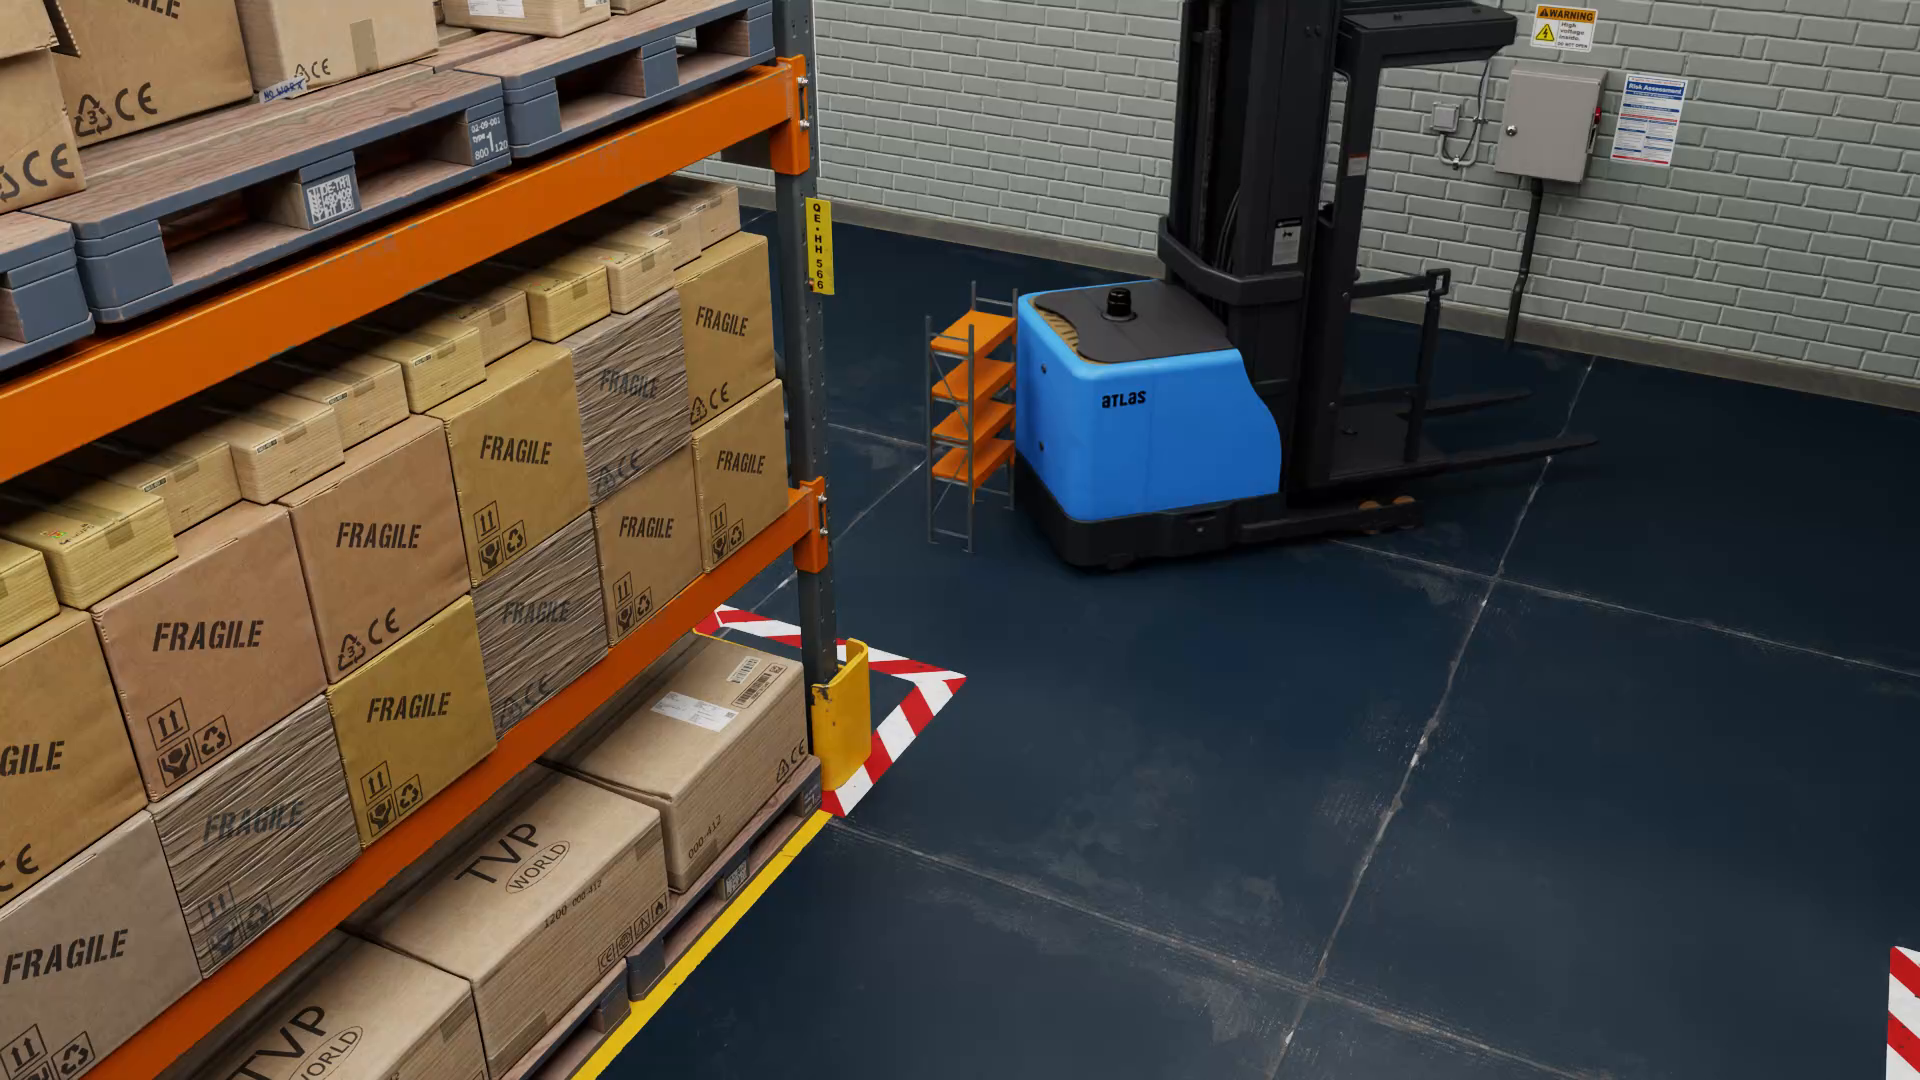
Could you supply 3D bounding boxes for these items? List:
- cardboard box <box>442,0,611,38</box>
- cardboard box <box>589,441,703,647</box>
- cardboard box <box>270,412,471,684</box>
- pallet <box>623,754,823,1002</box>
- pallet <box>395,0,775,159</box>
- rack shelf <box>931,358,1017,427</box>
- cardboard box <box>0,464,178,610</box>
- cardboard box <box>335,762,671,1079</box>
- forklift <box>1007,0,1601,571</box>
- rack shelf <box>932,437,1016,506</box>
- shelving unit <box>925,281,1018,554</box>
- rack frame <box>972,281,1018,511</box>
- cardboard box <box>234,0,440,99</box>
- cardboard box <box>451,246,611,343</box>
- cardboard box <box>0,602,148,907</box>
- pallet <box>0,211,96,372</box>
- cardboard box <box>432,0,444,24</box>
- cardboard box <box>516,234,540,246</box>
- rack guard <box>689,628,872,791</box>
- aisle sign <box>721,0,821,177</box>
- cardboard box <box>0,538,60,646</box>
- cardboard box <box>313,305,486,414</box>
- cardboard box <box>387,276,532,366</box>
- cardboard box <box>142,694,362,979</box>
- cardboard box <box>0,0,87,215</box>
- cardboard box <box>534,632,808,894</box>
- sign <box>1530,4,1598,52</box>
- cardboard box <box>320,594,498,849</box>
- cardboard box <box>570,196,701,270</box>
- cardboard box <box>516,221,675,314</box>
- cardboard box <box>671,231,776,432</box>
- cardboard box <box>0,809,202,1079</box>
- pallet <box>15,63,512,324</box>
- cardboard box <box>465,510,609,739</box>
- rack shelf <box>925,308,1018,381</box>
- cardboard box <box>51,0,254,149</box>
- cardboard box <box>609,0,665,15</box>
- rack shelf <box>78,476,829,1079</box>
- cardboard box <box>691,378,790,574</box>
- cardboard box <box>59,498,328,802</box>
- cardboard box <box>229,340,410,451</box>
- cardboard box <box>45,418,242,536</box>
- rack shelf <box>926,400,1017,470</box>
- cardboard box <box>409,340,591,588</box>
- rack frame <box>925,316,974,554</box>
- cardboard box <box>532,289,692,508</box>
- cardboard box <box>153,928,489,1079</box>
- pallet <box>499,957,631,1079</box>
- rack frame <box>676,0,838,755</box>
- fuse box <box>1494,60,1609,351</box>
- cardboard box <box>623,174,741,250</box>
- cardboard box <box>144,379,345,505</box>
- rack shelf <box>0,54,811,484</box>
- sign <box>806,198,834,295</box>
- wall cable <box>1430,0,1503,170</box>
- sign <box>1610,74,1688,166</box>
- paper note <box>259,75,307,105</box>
[{"bbox_3d":[-1.191,-1.494,4.557,0.380,0.149,0.250,12,32,19],"label":"cardboard box"},{"bbox_3d":[-1.172,-0.051,5.226,0.500,0.500,0.500,14,33,22],"label":"cardboard box"},{"bbox_3d":[-1.625,-0.030,4.186,0.500,0.500,0.500,14,33,23],"label":"cardboard box"},{"bbox_3d":[-1.241,1.081,6.155,1.003,0.211,1.213,14,33,23],"label":"pallet"},{"bbox_3d":[-1.275,-1.431,4.807,1.003,0.211,1.213,14,33,23],"label":"pallet"},{"bbox_3d":[0.059,-0.725,7.994,0.258,0.148,0.480,14,33,22],"label":"rack shelf"},{"bbox_3d":[-1.897,-0.014,3.506,0.380,0.149,0.250,13,32,22],"label":"cardboard box"},{"bbox_3d":[-1.567,1.152,5.384,0.875,0.438,0.875,15,33,25],"label":"cardboard box"},{"bbox_3d":[1.819,-1.539,7.987,3.031,2.935,1.130,-9,31,-15],"label":"forklift"},{"bbox_3d":[0.059,-0.359,8.205,0.258,0.148,0.480,14,33,22],"label":"rack shelf"},{"bbox_3d":[0.059,-0.590,8.072,0.258,1.200,0.503,14,33,22],"label":"shelving unit"},{"bbox_3d":[0.167,-0.699,8.262,0.240,1.200,0.015,14,33,22],"label":"rack frame"},{"bbox_3d":[-1.672,-1.336,4.119,0.500,0.311,0.500,15,33,24],"label":"cardboard box"},{"bbox_3d":[-1.219,-0.700,4.701,0.380,0.149,0.250,15,33,24],"label":"cardboard box"},{"bbox_3d":[-2.100,0.417,3.407,0.500,0.500,0.500,14,33,23],"label":"cardboard box"},{"bbox_3d":[-2.386,-0.350,2.924,1.003,0.211,1.213,14,33,23],"label":"pallet"},{"bbox_3d":[-1.646,-1.487,4.546,0.380,0.149,0.250,16,33,25],"label":"cardboard box"},{"bbox_3d":[-1.410,-1.032,5.278,0.380,0.149,0.250,15,33,24],"label":"cardboard box"},{"bbox_3d":[-0.935,0.573,6.750,1.175,0.500,0.348,14,33,23],"label":"rack guard"},{"bbox_3d":[-0.637,-1.589,5.395,0.394,0.787,0.004,14,33,23],"label":"aisle sign"},{"bbox_3d":[-2.044,0.097,3.313,0.380,0.149,0.250,14,33,23],"label":"cardboard box"},{"bbox_3d":[-1.464,-0.476,4.311,0.380,0.149,0.250,15,33,24],"label":"cardboard box"},{"bbox_3d":[-1.402,-0.600,4.527,0.380,0.149,0.250,14,33,23],"label":"cardboard box"},{"bbox_3d":[-1.856,0.640,4.023,0.500,0.500,0.500,15,33,24],"label":"cardboard box"},{"bbox_3d":[-2.182,-0.903,3.173,0.797,0.503,0.637,17,34,27],"label":"cardboard box"},{"bbox_3d":[-1.158,0.744,6.093,0.875,0.438,0.875,13,32,22],"label":"cardboard box"},{"bbox_3d":[3.451,-2.927,9.505,0.339,0.242,0.001,14,33,23],"label":"sign"},{"bbox_3d":[-1.621,0.411,4.421,0.500,0.500,0.500,15,33,25],"label":"cardboard box"},{"bbox_3d":[-1.025,-0.936,5.112,0.380,0.149,0.250,15,33,24],"label":"cardboard box"},{"bbox_3d":[-1.068,-0.802,4.879,0.380,0.149,0.250,14,33,23],"label":"cardboard box"},{"bbox_3d":[-0.954,-0.709,5.369,0.500,0.500,0.500,15,33,25],"label":"cardboard box"},{"bbox_3d":[-2.088,0.859,3.642,0.500,0.500,0.500,15,33,24],"label":"cardboard box"},{"bbox_3d":[-1.829,-0.888,3.862,1.003,0.211,1.213,14,33,23],"label":"pallet"},{"bbox_3d":[-1.398,0.180,4.825,0.500,0.500,0.500,15,33,25],"label":"cardboard box"},{"bbox_3d":[0.059,-0.931,7.877,0.258,0.148,0.480,14,33,22],"label":"rack shelf"},{"bbox_3d":[-1.998,-1.210,3.711,0.500,0.500,0.500,15,33,24],"label":"cardboard box"},{"bbox_3d":[-1.071,-1.742,4.887,0.500,0.250,0.500,11,32,19],"label":"cardboard box"},{"bbox_3d":[-1.857,0.698,4.744,1.077,0.370,4.000,14,33,23],"label":"rack shelf"},{"bbox_3d":[-0.930,-0.270,5.607,0.500,0.500,0.500,14,33,24],"label":"cardboard box"},{"bbox_3d":[-1.856,0.193,3.798,0.500,0.500,0.500,15,33,24],"label":"cardboard box"},{"bbox_3d":[-1.600,-0.364,4.115,0.380,0.149,0.250,15,33,25],"label":"cardboard box"},{"bbox_3d":[-1.856,-0.144,3.733,0.380,0.149,0.250,14,33,23],"label":"cardboard box"},{"bbox_3d":[0.059,-0.531,8.106,0.258,0.148,0.480,14,33,22],"label":"rack shelf"},{"bbox_3d":[-1.394,-0.253,4.573,0.500,0.500,0.500,14,33,23],"label":"cardboard box"},{"bbox_3d":[-0.048,-0.481,7.882,0.240,1.200,0.015,14,33,22],"label":"rack frame"},{"bbox_3d":[-1.166,-0.471,4.954,0.500,0.500,0.500,14,33,23],"label":"cardboard box"},{"bbox_3d":[-1.979,1.551,4.688,0.875,0.438,0.875,13,32,22],"label":"cardboard box"},{"bbox_3d":[-1.797,1.620,5.217,1.003,0.211,1.213,14,33,23],"label":"pallet"},{"bbox_3d":[-0.946,-0.500,6.109,1.000,3.000,0.127,14,33,23],"label":"rack frame"},{"bbox_3d":[3.406,-1.905,9.850,0.539,1.711,0.414,14,33,23],"label":"fuse box"},{"bbox_3d":[-0.931,-1.054,5.317,0.380,0.149,0.250,15,33,24],"label":"cardboard box"},{"bbox_3d":[-1.683,-0.237,3.895,0.380,0.149,0.250,14,33,23],"label":"cardboard box"},{"bbox_3d":[-1.857,-0.602,3.997,1.077,0.370,4.000,14,33,23],"label":"rack shelf"},{"bbox_3d":[-0.469,-0.976,5.537,0.100,0.325,0.005,14,33,23],"label":"sign"},{"bbox_3d":[2.870,-3.129,9.667,0.588,1.984,0.122,14,33,23],"label":"wall cable"},{"bbox_3d":[3.940,-2.403,9.517,0.329,0.494,0.001,14,33,23],"label":"sign"},{"bbox_3d":[-1.385,-0.922,3.405,0.006,0.032,0.123,14,33,23],"label":"paper note"}]
